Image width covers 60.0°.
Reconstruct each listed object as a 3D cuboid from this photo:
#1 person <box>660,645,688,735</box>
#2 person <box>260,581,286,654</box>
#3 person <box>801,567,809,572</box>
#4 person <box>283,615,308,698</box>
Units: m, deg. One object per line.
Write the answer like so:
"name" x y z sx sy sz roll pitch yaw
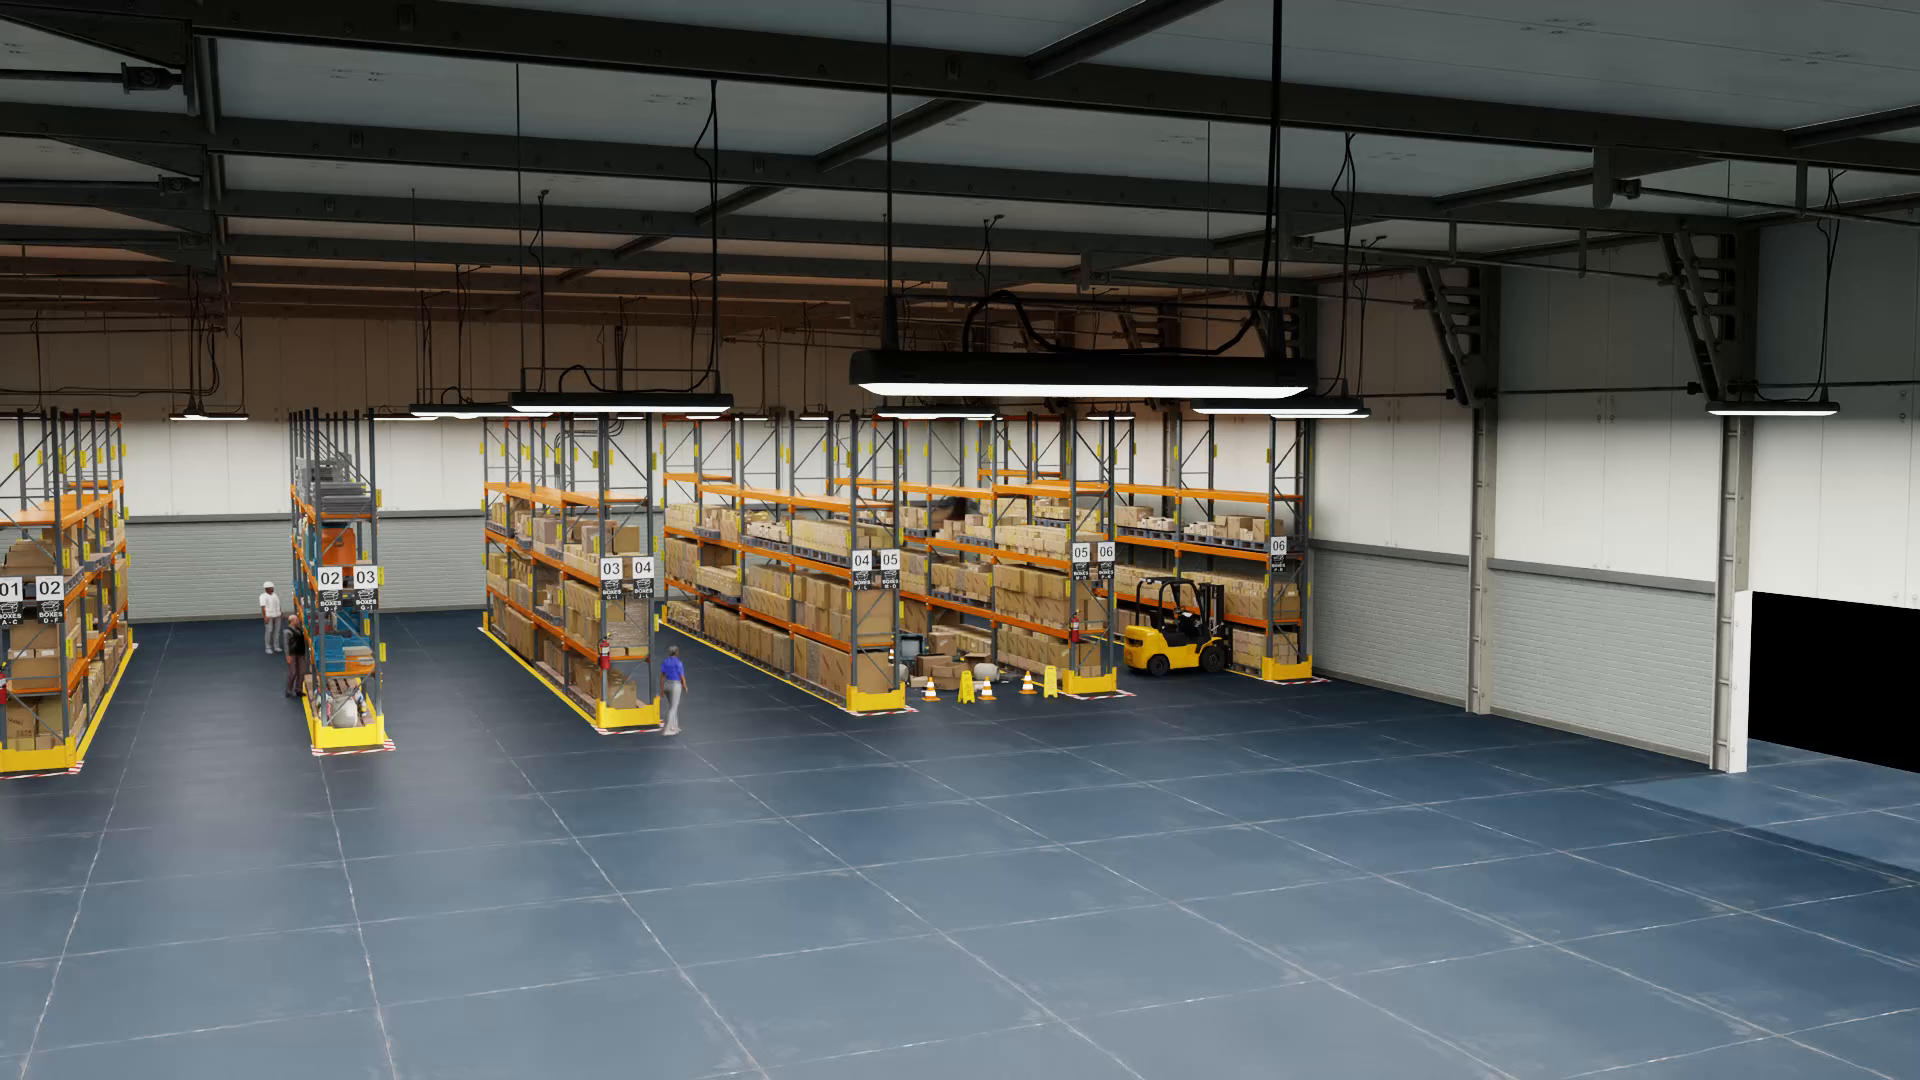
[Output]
"person" -5.248 2.770 30.561 0.453 1.695 0.628 3 5 35
"person" -17.230 1.930 41.736 0.516 1.784 0.622 3 5 32
"person" -4.019 1.548 43.326 0.394 1.677 0.483 -4 6 -44
"person" -13.942 2.466 34.904 0.422 1.793 0.595 2 4 26
